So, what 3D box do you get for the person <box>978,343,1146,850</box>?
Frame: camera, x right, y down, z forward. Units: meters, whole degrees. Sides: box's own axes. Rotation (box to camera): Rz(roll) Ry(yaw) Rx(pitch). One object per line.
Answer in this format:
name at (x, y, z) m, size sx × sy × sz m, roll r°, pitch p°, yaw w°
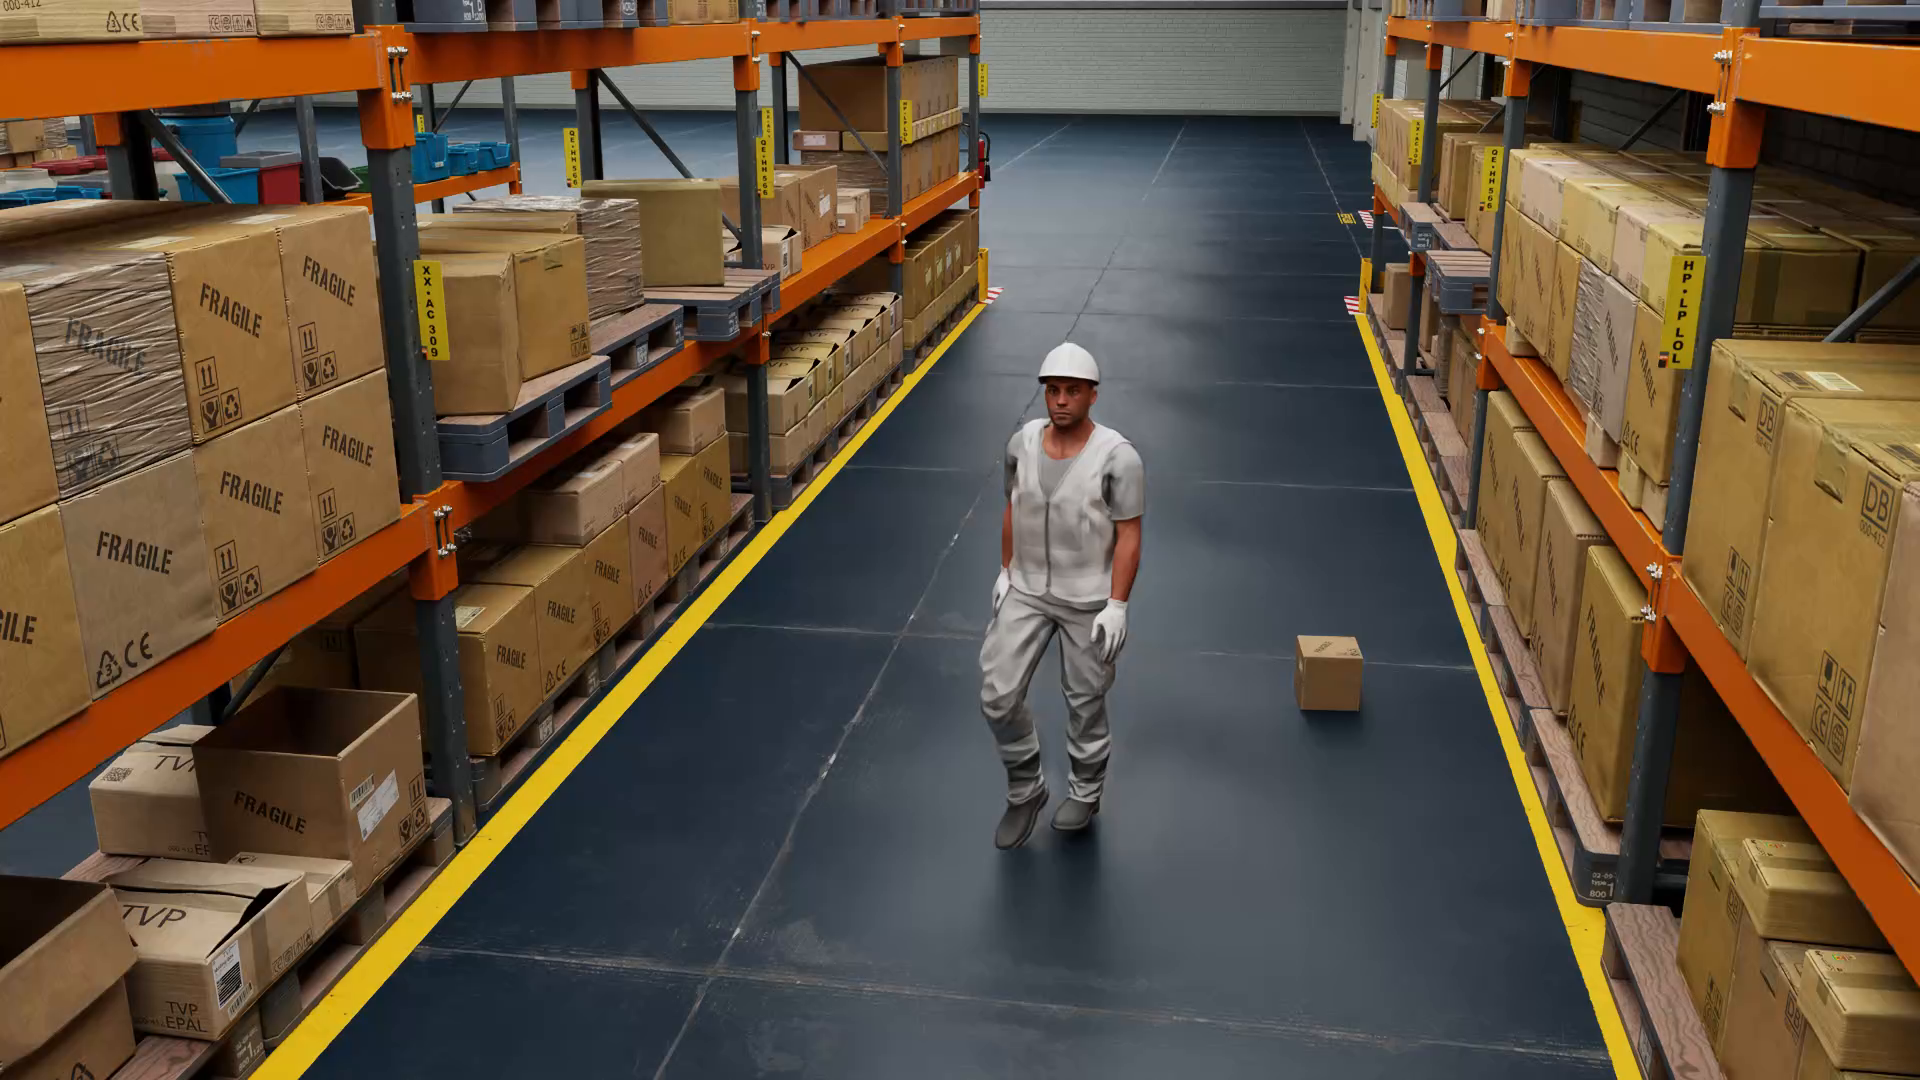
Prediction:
person at (0.336, 0.229, 5.779) m, size 0.592 × 1.834 × 0.511 m, roll 8°, pitch 19°, yaw 23°
